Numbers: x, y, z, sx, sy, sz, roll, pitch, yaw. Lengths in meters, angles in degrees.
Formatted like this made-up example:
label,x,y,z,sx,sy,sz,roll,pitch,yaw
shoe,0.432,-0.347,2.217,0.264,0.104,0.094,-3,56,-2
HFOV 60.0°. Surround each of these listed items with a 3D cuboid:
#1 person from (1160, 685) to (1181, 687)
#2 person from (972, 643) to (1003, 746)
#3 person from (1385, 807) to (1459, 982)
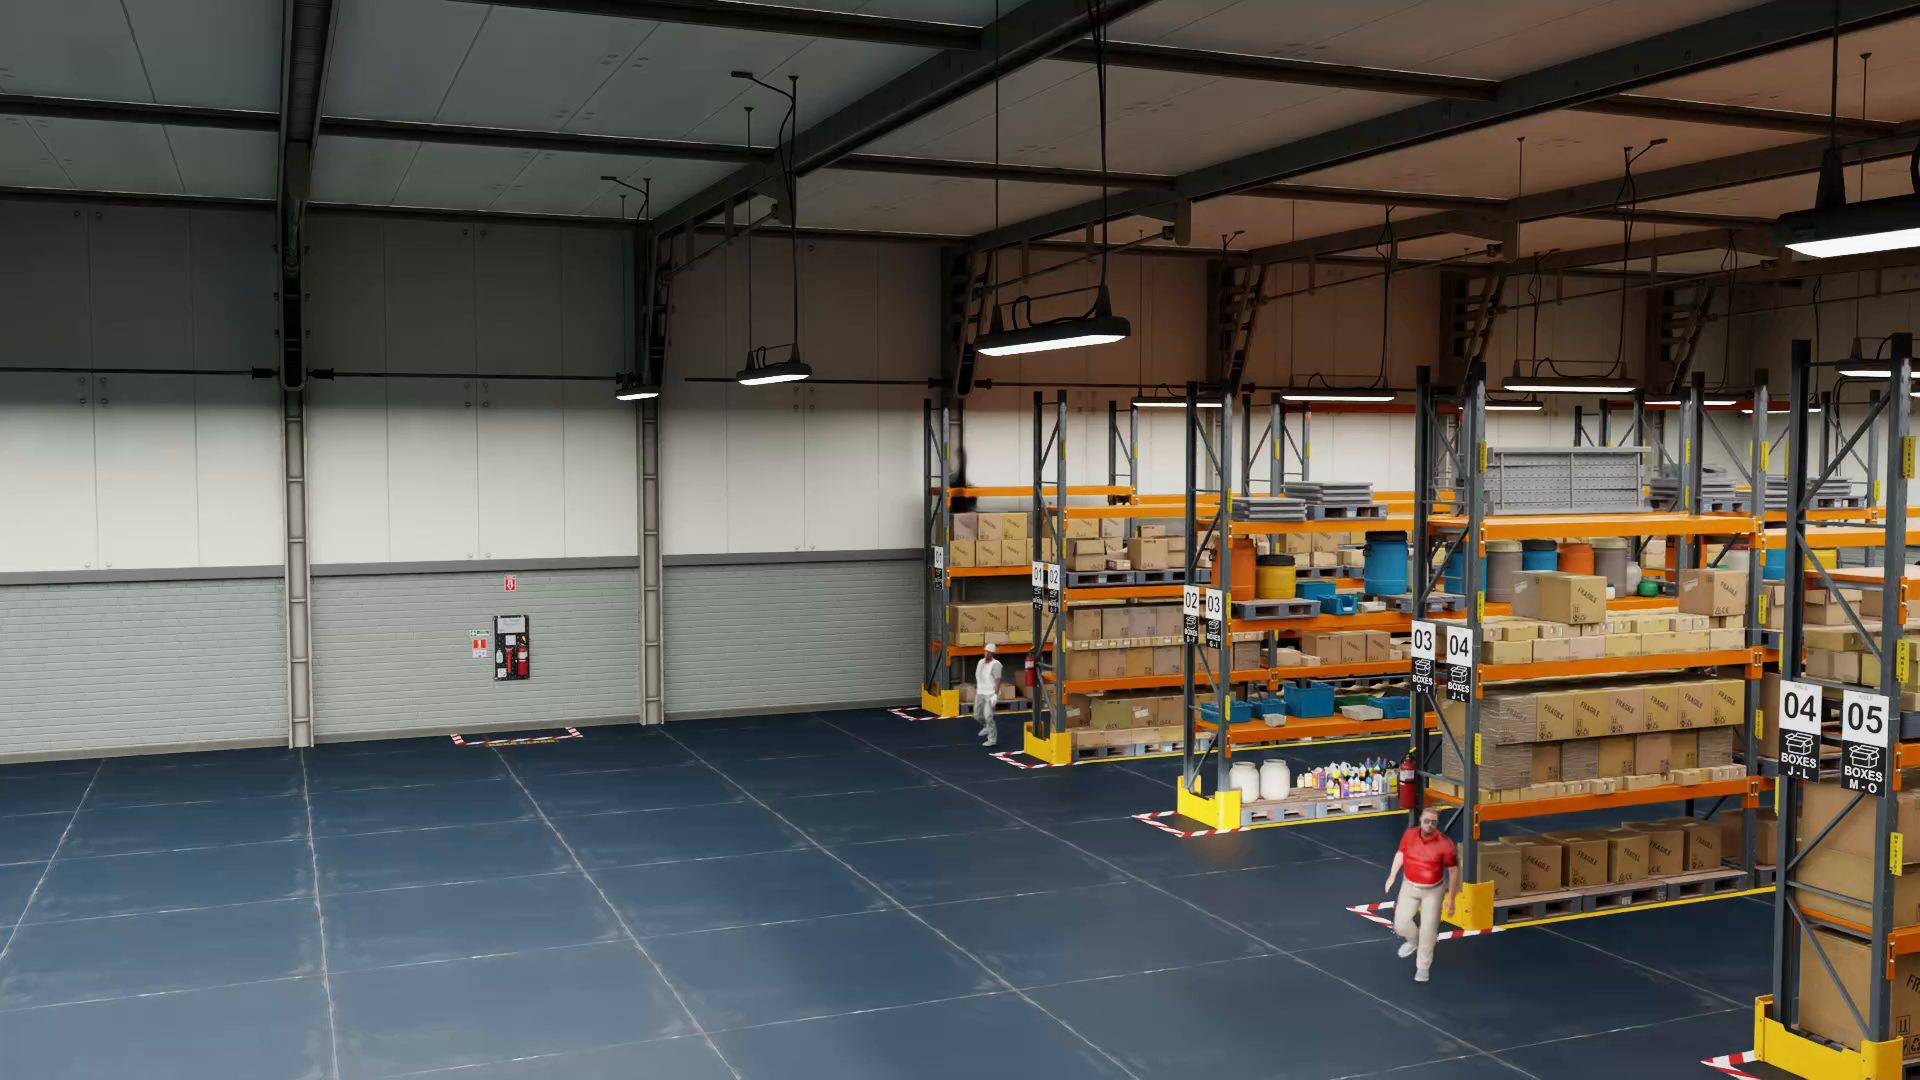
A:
label,x,y,z,sx,sy,sz,roll,pitch,yaw
person,4.110,2.429,31.521,0.716,1.795,0.623,-3,4,-39
person,0.504,2.607,28.278,0.720,1.743,0.617,3,5,43
person,4.511,3.375,16.162,0.744,1.667,0.728,2,4,31
